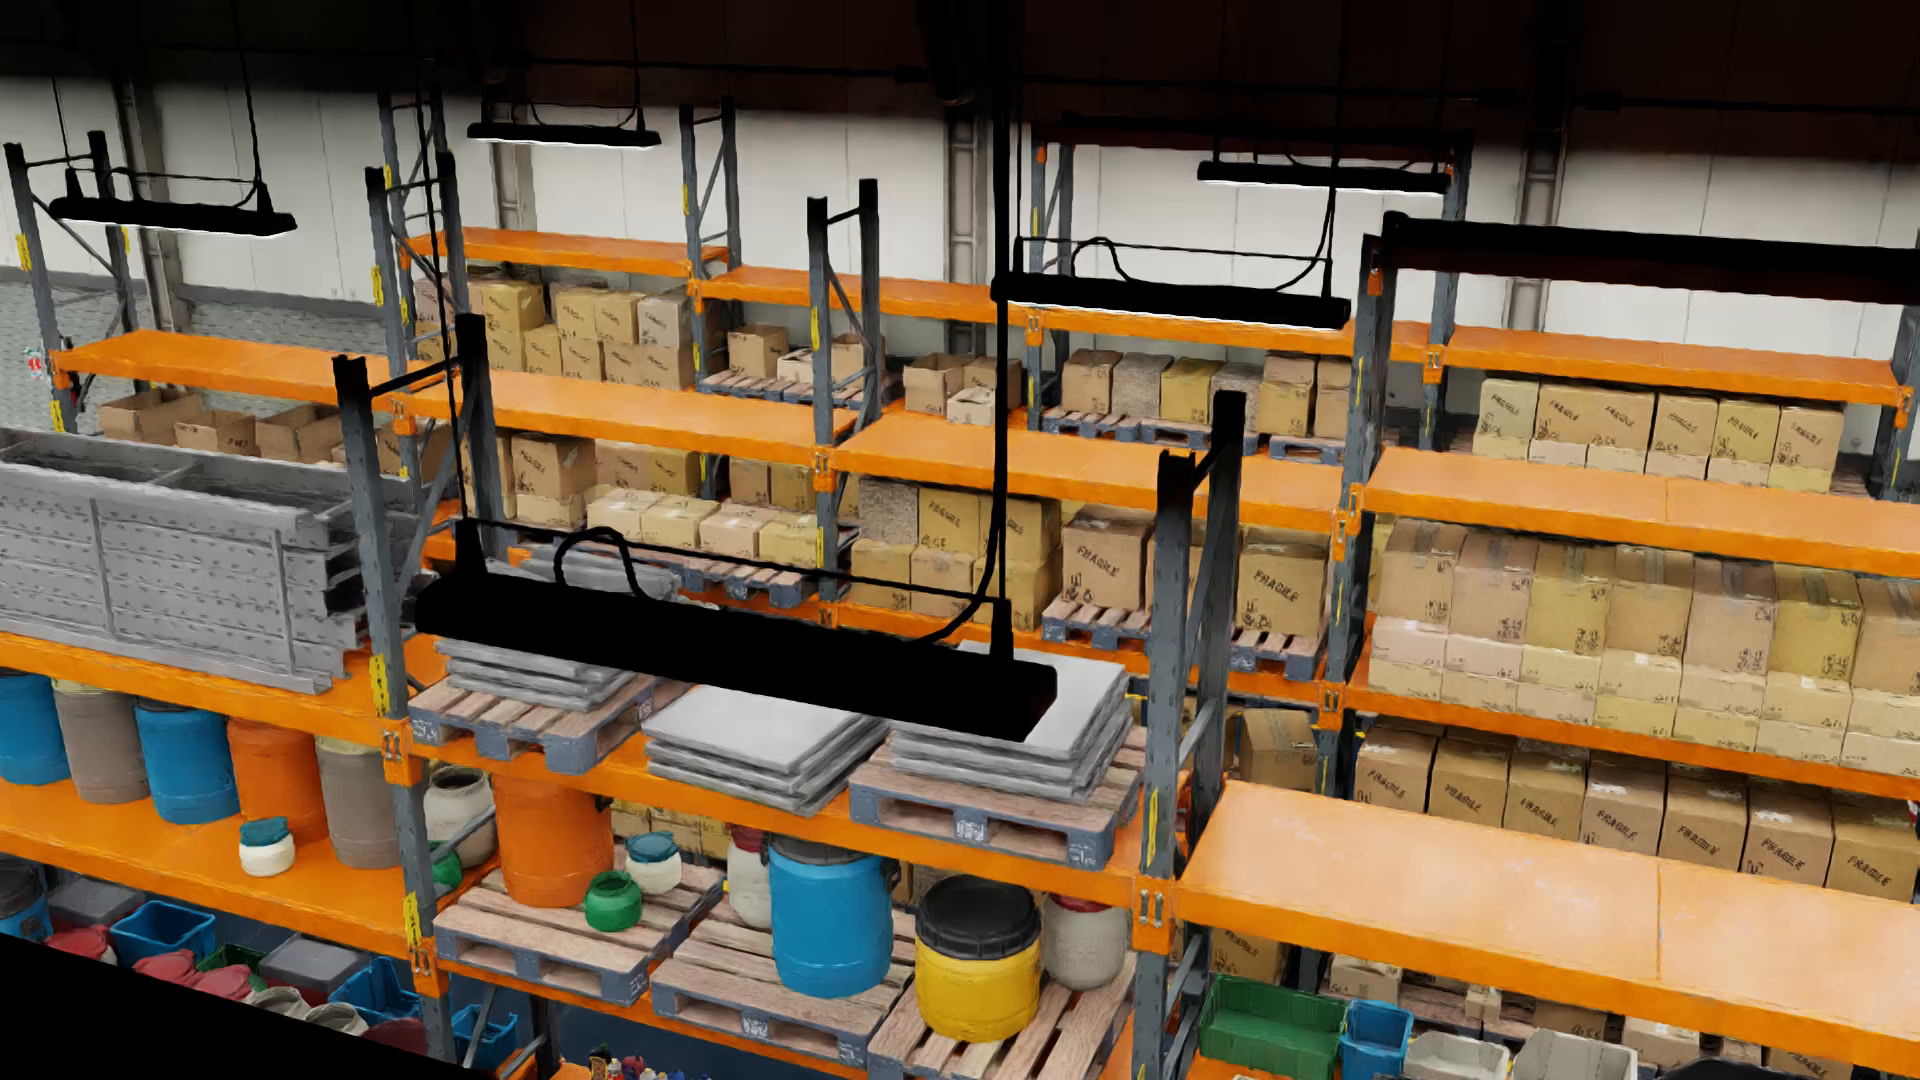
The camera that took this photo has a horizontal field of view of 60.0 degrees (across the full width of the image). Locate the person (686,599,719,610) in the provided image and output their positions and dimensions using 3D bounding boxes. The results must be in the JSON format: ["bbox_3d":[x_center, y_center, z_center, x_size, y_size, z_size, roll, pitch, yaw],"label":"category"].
[{"bbox_3d":[-2.737,0.878,17.824,0.522,1.629,0.593,7,22,19],"label":"person"}]
